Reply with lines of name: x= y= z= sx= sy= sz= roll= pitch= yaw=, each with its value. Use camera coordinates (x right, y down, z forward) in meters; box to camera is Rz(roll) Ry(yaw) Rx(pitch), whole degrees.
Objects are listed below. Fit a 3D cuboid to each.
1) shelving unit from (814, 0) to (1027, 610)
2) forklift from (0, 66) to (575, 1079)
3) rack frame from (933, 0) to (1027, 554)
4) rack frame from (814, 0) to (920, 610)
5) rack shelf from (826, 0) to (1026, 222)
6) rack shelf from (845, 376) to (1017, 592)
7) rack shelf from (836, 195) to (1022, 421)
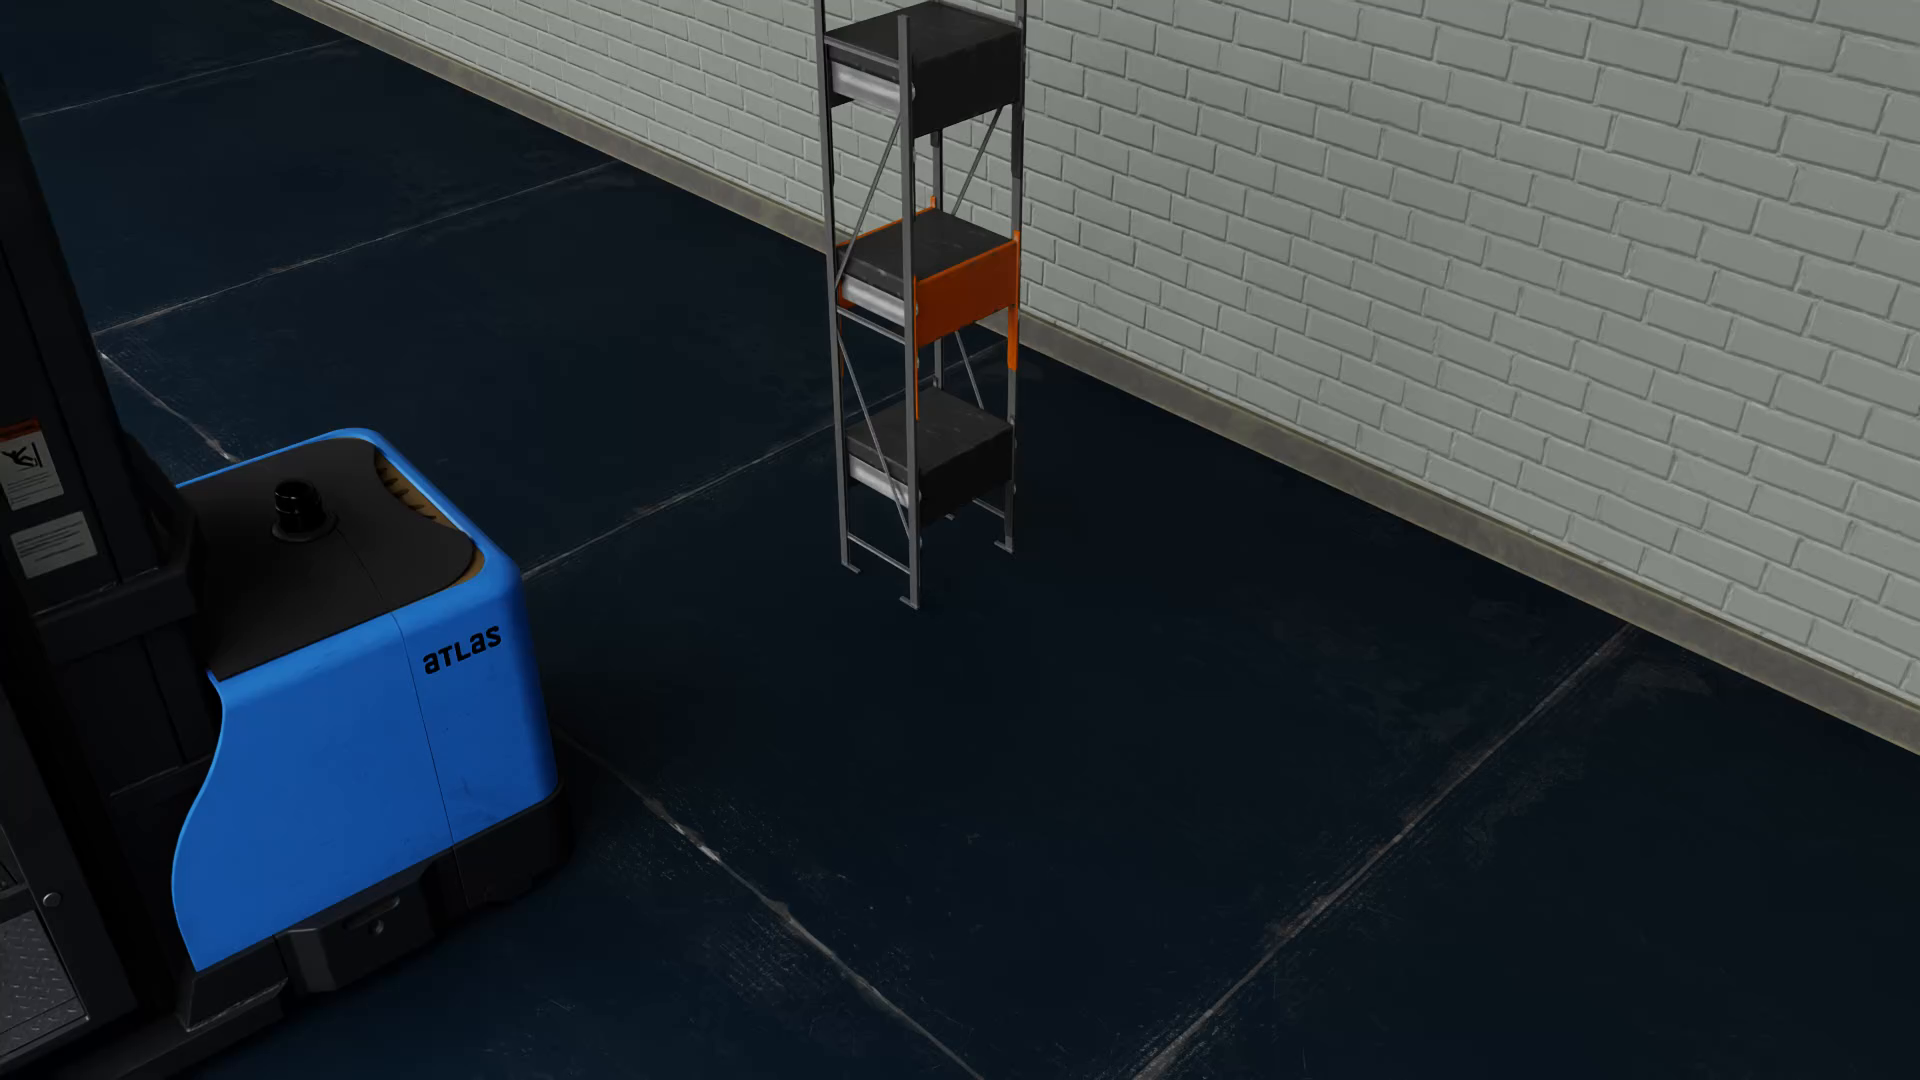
shelving unit: x=-0.117 y=-0.794 z=5.553 sx=0.431 sy=2.100 sz=0.503 roll=30 pitch=45 yaw=35
forklift: x=-2.582 y=0.075 z=3.580 sx=3.031 sy=2.935 sz=1.130 roll=-25 pitch=42 yaw=-32
rack frame: x=0.055 y=-0.893 z=5.695 sx=0.400 sy=2.100 sz=0.015 roll=30 pitch=45 yaw=35
rack frame: x=-0.289 y=-0.695 z=5.411 sx=0.400 sy=2.100 sz=0.015 roll=30 pitch=45 yaw=35
rack shelf: x=-0.117 y=-1.357 z=5.160 sx=0.431 sy=0.518 sz=0.480 roll=30 pitch=45 yaw=35
rack shelf: x=-0.117 y=-0.209 z=5.961 sx=0.431 sy=0.518 sz=0.480 roll=30 pitch=45 yaw=35
rack shelf: x=-0.117 y=-0.783 z=5.561 sx=0.431 sy=0.518 sz=0.480 roll=30 pitch=45 yaw=35
